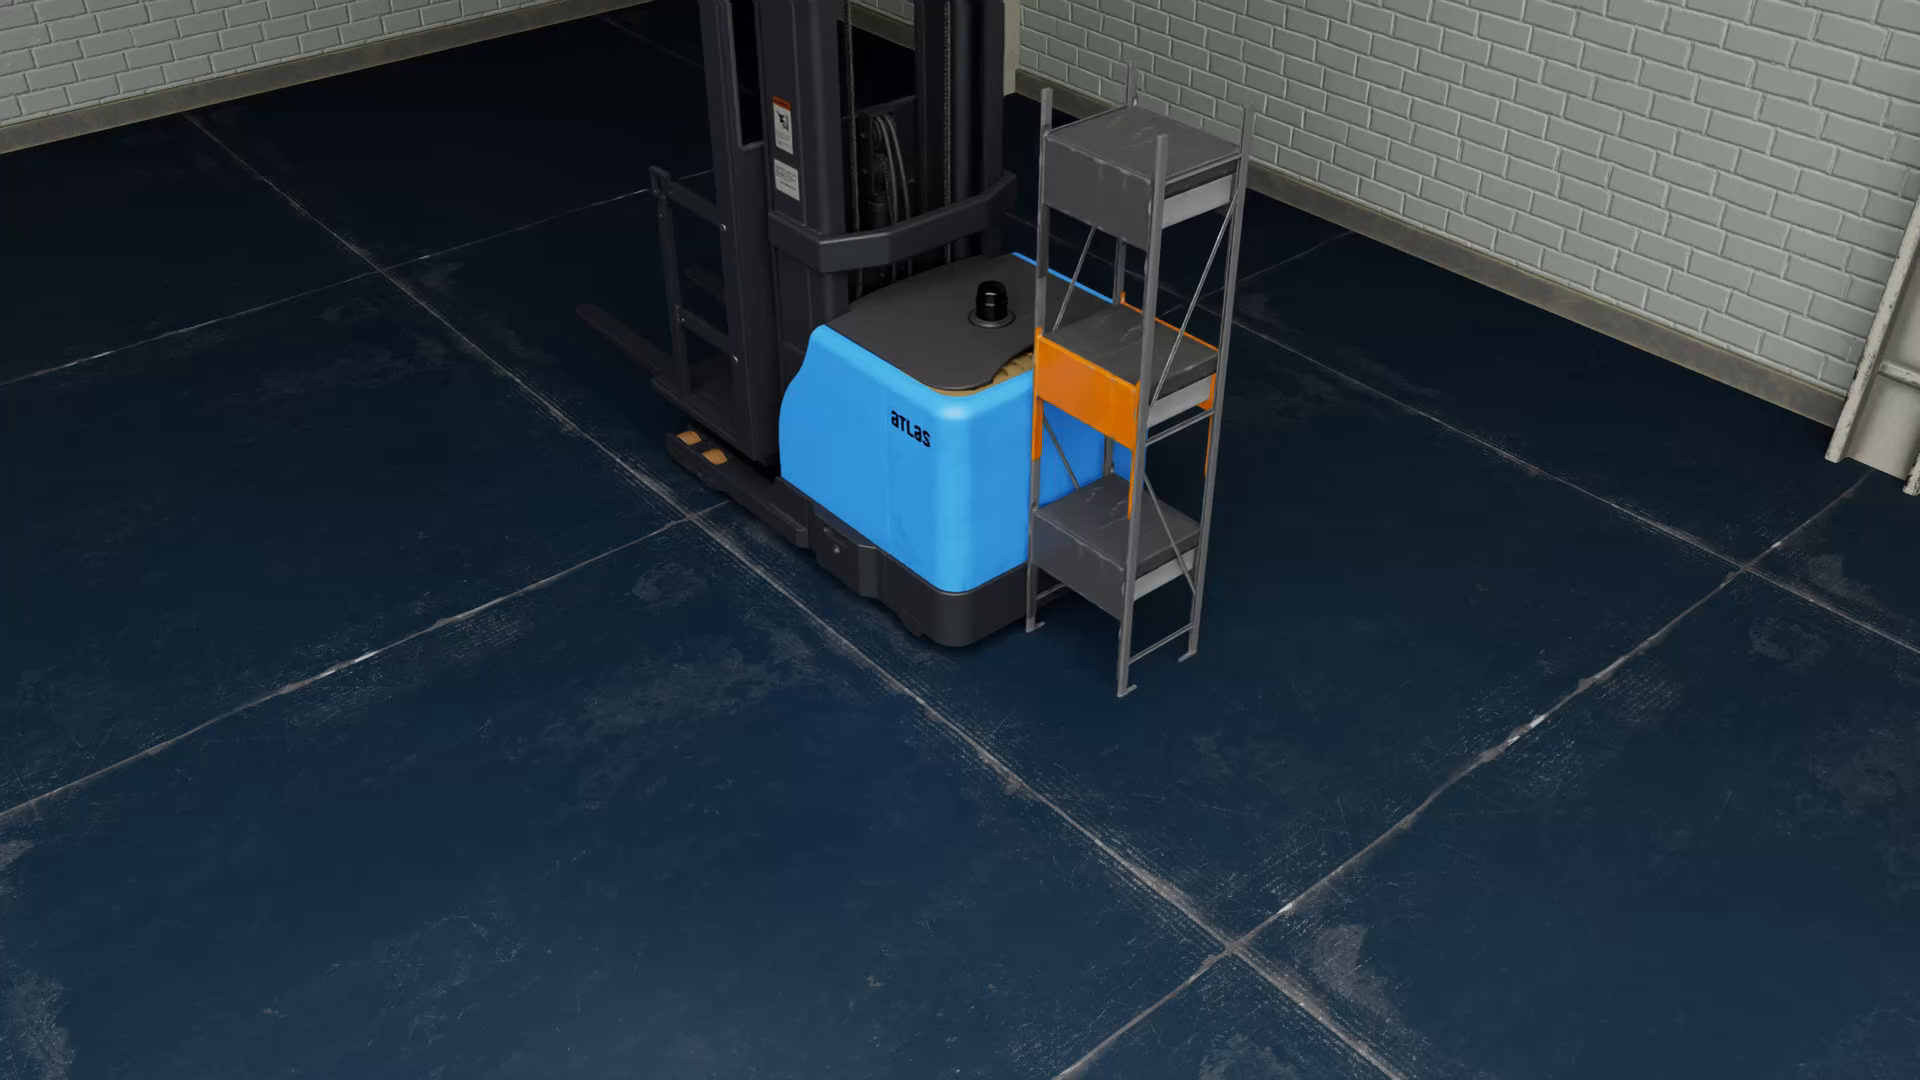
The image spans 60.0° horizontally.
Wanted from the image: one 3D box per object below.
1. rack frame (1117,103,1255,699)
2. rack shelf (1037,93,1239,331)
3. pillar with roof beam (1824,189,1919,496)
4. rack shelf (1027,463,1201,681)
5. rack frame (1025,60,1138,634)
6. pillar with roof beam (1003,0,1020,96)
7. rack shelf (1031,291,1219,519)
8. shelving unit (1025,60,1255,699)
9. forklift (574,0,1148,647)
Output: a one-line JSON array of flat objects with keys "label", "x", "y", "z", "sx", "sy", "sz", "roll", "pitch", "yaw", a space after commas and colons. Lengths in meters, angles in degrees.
[{"label": "rack frame", "x": 0.719, "y": -0.366, "z": 5.451, "sx": 0.400, "sy": 2.100, "sz": 0.015, "roll": -26, "pitch": 43, "yaw": -32}, {"label": "rack shelf", "x": 0.562, "y": -1.034, "z": 5.206, "sx": 0.431, "sy": 0.518, "sz": 0.480, "roll": -26, "pitch": 43, "yaw": -32}, {"label": "pillar with roof beam", "x": 0.726, "y": -2.396, "z": 2.347, "sx": 9.100, "sy": 9.000, "sz": 0.400, "roll": -26, "pitch": 43, "yaw": -32}, {"label": "rack shelf", "x": 0.562, "y": 0.108, "z": 6.015, "sx": 0.431, "sy": 0.518, "sz": 0.480, "roll": -26, "pitch": 43, "yaw": -32}, {"label": "rack frame", "x": 0.404, "y": -0.582, "z": 5.754, "sx": 0.400, "sy": 2.100, "sz": 0.015, "roll": -26, "pitch": 43, "yaw": -32}, {"label": "pillar with roof beam", "x": -3.146, "y": -5.045, "z": 6.087, "sx": 9.100, "sy": 9.000, "sz": 0.400, "roll": -26, "pitch": 43, "yaw": -32}, {"label": "rack shelf", "x": 0.562, "y": -0.463, "z": 5.610, "sx": 0.431, "sy": 0.518, "sz": 0.480, "roll": -26, "pitch": 43, "yaw": -32}, {"label": "shelving unit", "x": 0.562, "y": -0.474, "z": 5.602, "sx": 0.431, "sy": 2.100, "sz": 0.503, "roll": -26, "pitch": 43, "yaw": -32}, {"label": "forklift", "x": -0.609, "y": -1.584, "z": 6.450, "sx": 1.130, "sy": 2.935, "sz": 3.031, "roll": -26, "pitch": 43, "yaw": -32}]
